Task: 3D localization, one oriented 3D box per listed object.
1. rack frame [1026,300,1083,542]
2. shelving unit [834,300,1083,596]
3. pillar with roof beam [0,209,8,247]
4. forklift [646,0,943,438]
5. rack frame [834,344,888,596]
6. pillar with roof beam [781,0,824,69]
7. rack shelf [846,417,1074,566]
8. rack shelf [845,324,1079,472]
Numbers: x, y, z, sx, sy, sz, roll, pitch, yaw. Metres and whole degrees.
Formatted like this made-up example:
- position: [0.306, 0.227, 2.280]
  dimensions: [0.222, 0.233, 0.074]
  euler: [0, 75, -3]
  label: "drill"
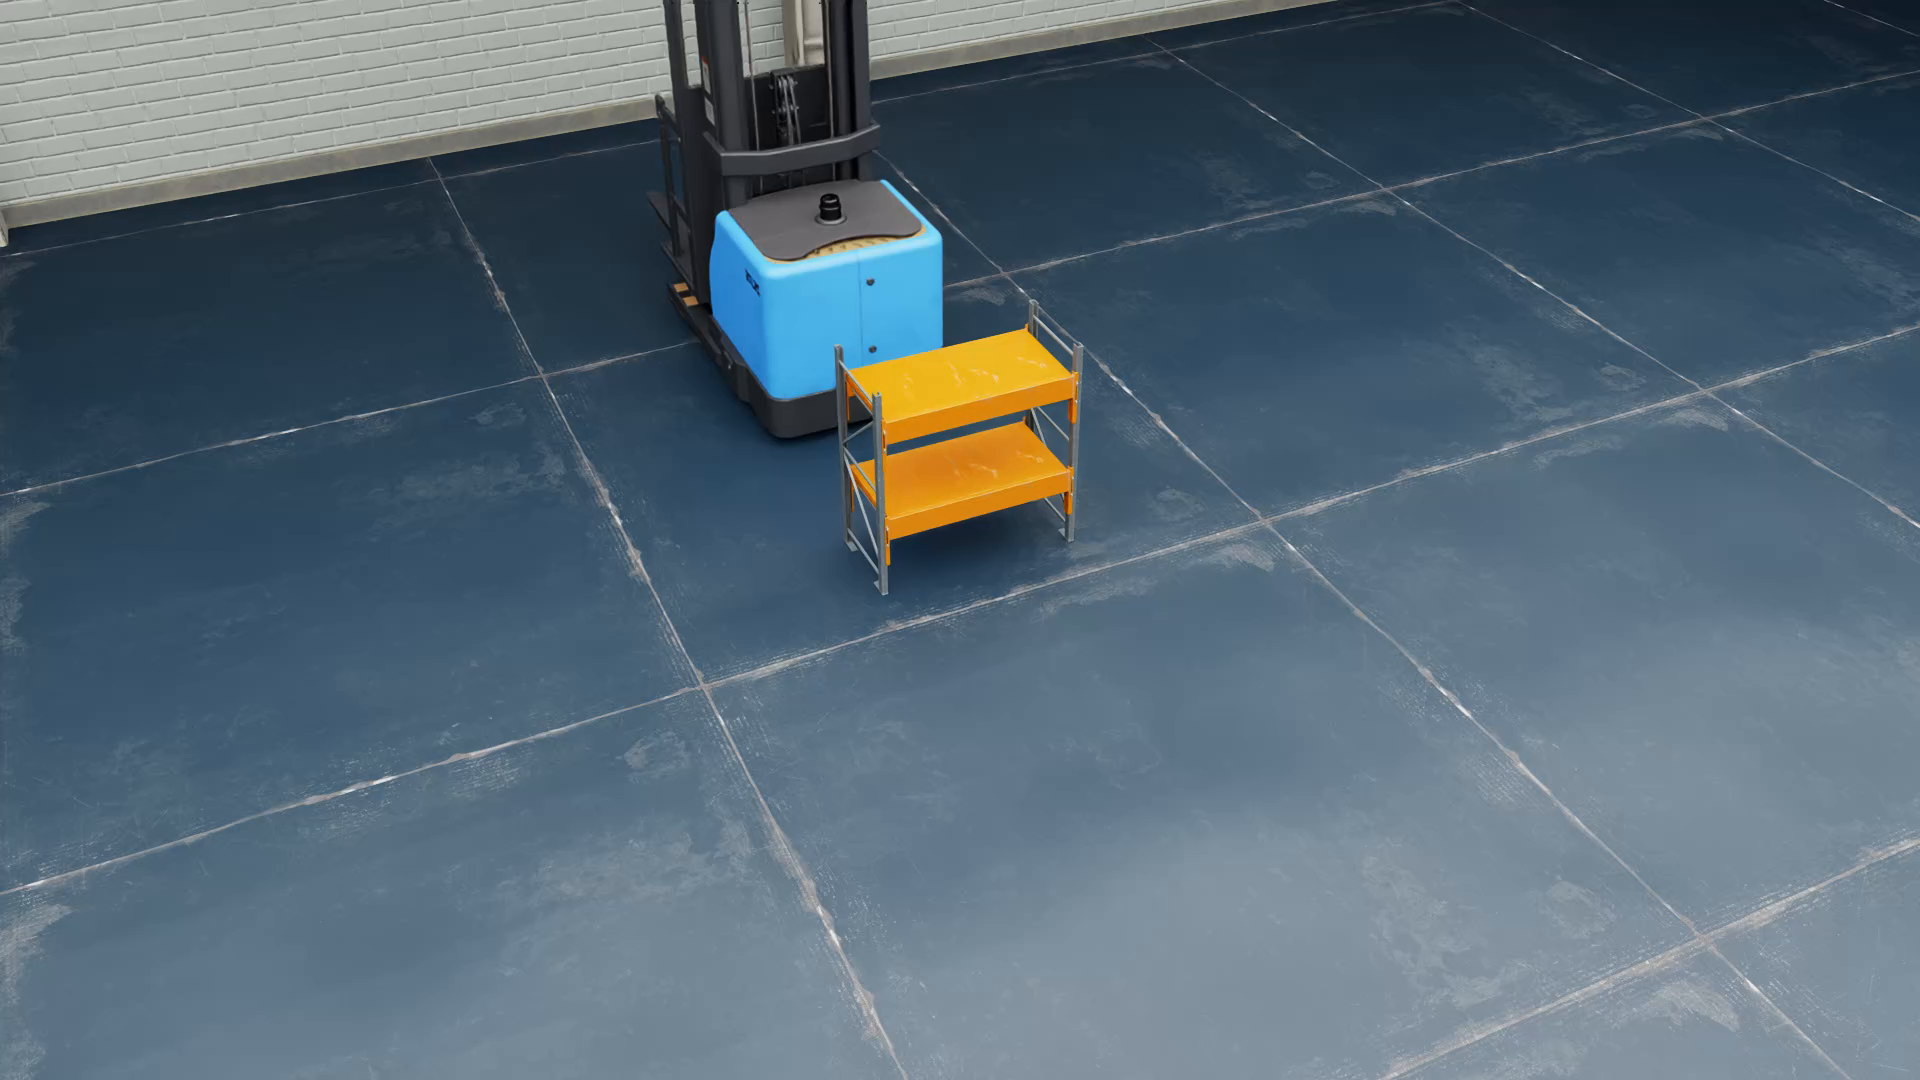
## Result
- position: [0.454, -0.579, 8.229]
  dimensions: [0.032, 1.125, 0.500]
  euler: [-16, 39, -20]
  label: "rack frame"
- position: [-0.006, -0.450, 8.056]
  dimensions: [1.048, 1.125, 0.538]
  euler: [-16, 39, -20]
  label: "shelving unit"
- position: [-4.729, -3.279, 5.260]
  dimensions: [0.400, 9.000, 9.100]
  euler: [-16, 39, -20]
  label: "pillar with roof beam"
- position: [-1.159, -2.601, 9.439]
  dimensions: [1.130, 2.935, 3.031]
  euler: [-16, 39, -20]
  label: "forklift"
- position: [-0.466, -0.321, 7.882]
  dimensions: [0.032, 1.125, 0.500]
  euler: [-16, 39, -20]
  label: "rack frame"
- position: [0.703, -4.797, 7.307]
  dimensions: [0.400, 9.000, 9.100]
  euler: [-16, 39, -20]
  label: "pillar with roof beam"
- position: [-0.006, -0.254, 8.201]
  dimensions: [1.000, 0.278, 0.538]
  euler: [-16, 39, -20]
  label: "rack shelf"
- position: [-0.006, -0.685, 7.881]
  dimensions: [1.000, 0.278, 0.538]
  euler: [-16, 39, -20]
  label: "rack shelf"
